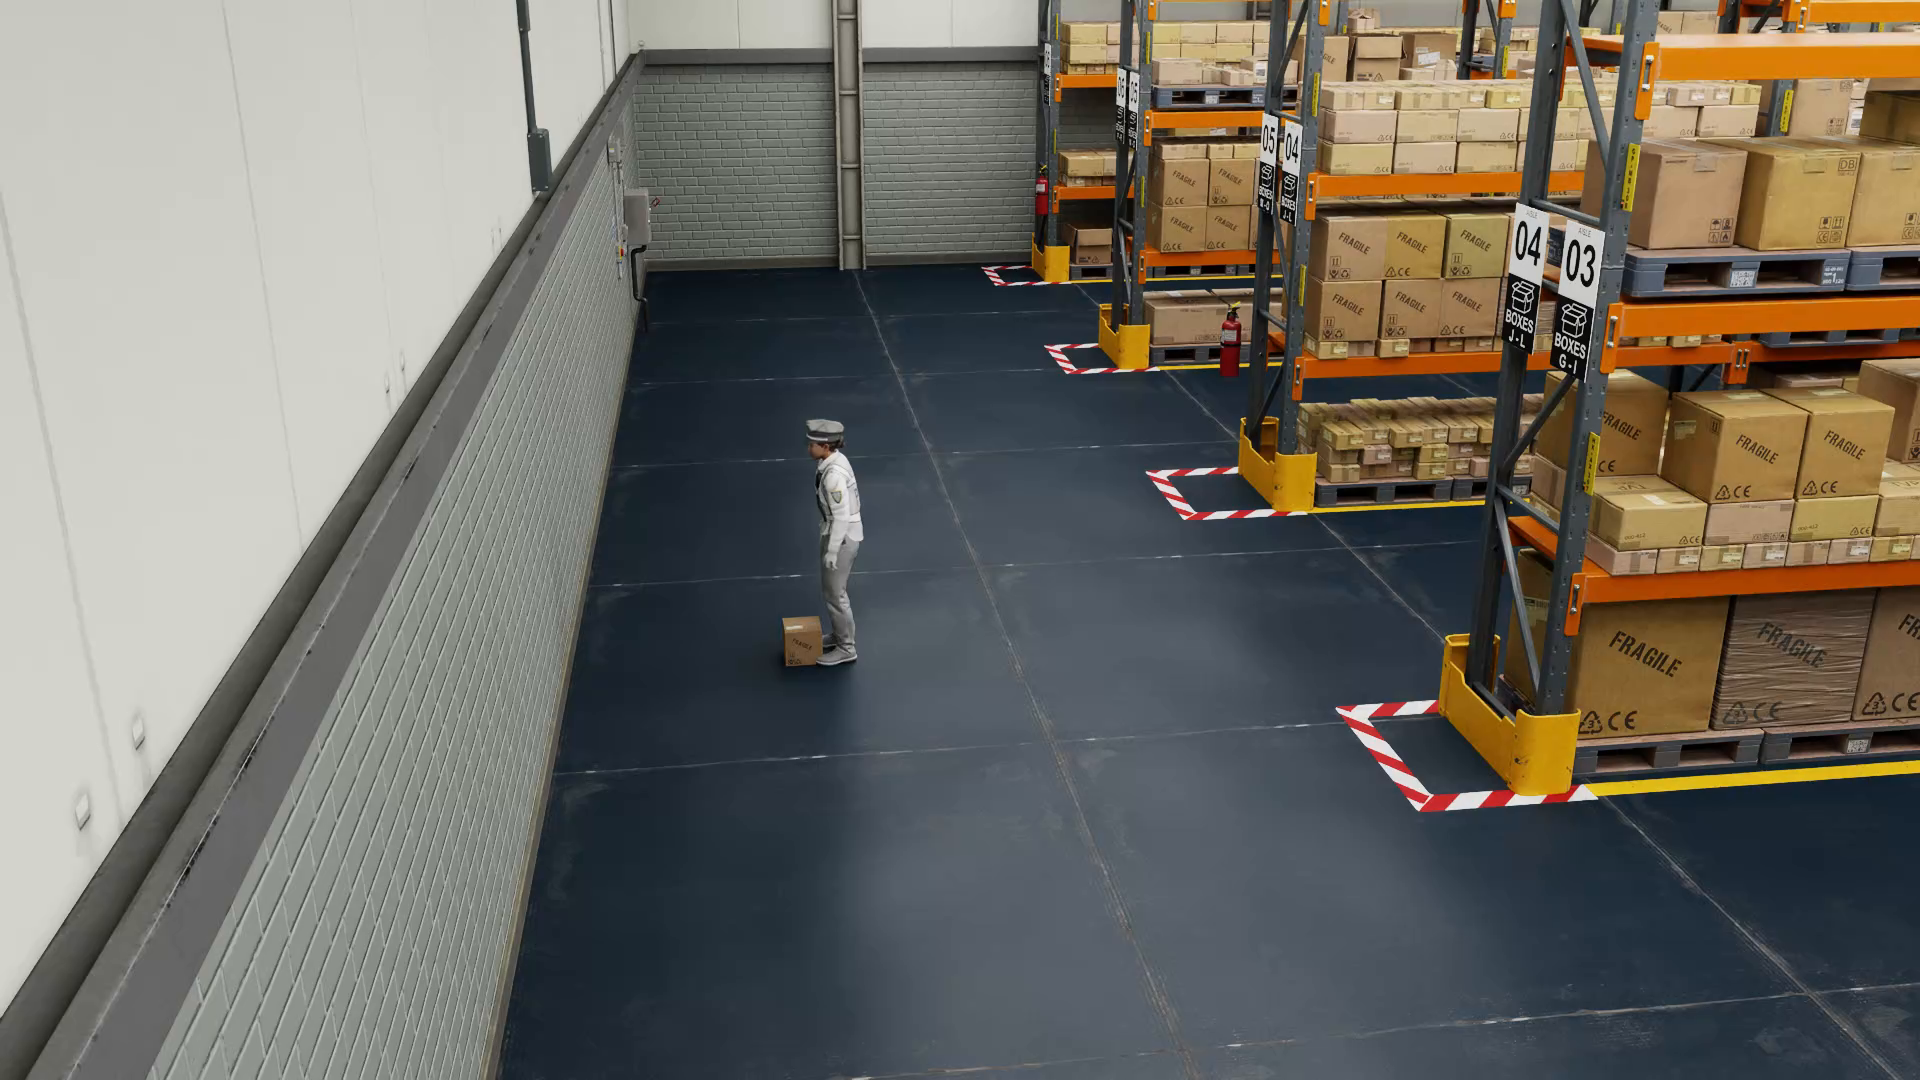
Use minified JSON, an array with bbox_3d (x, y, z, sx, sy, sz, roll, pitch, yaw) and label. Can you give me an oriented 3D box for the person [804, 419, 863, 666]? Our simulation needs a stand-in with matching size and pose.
[{"bbox_3d":[-0.832,0.005,11.054,0.372,1.664,0.529,-3,20,-7],"label":"person"}]
